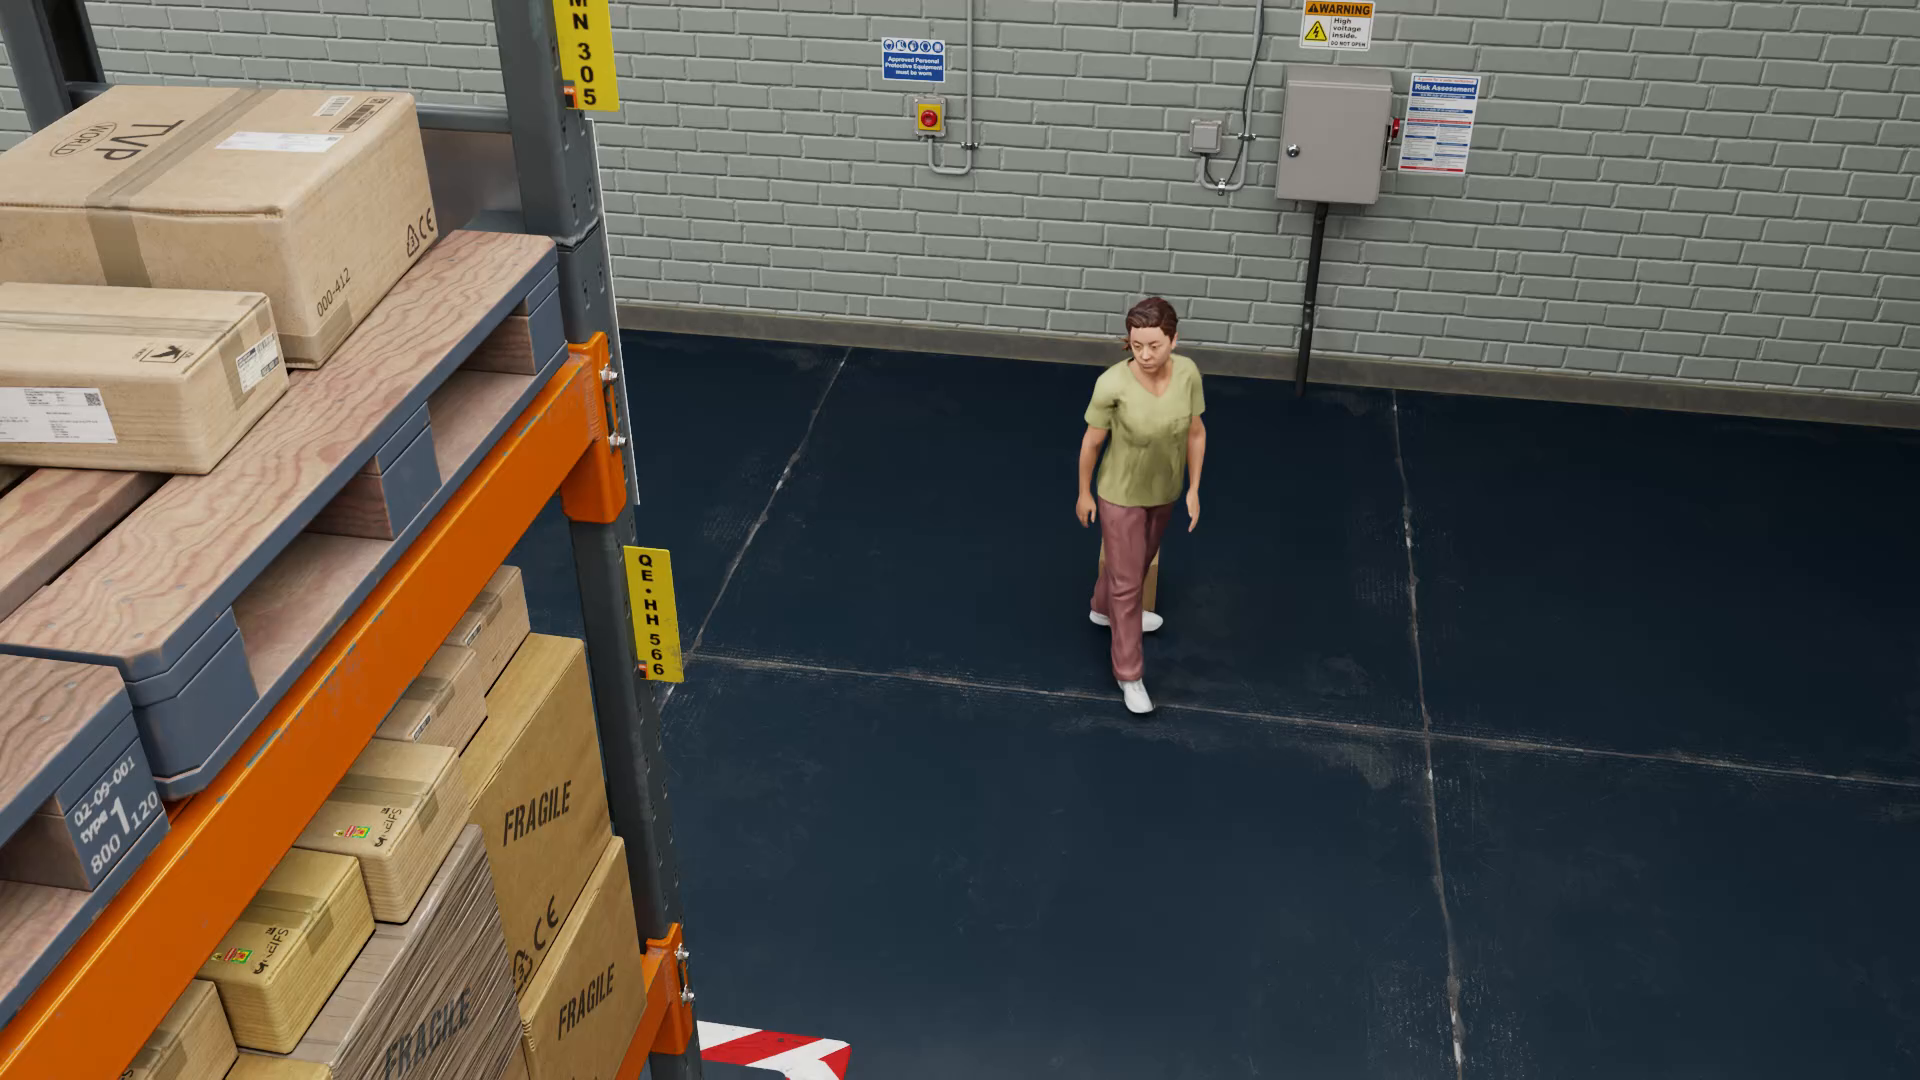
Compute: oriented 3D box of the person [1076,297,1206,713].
[{"bbox_3d":[0.701,-0.182,6.416,0.481,1.662,0.701,-14,35,-20],"label":"person"}]
